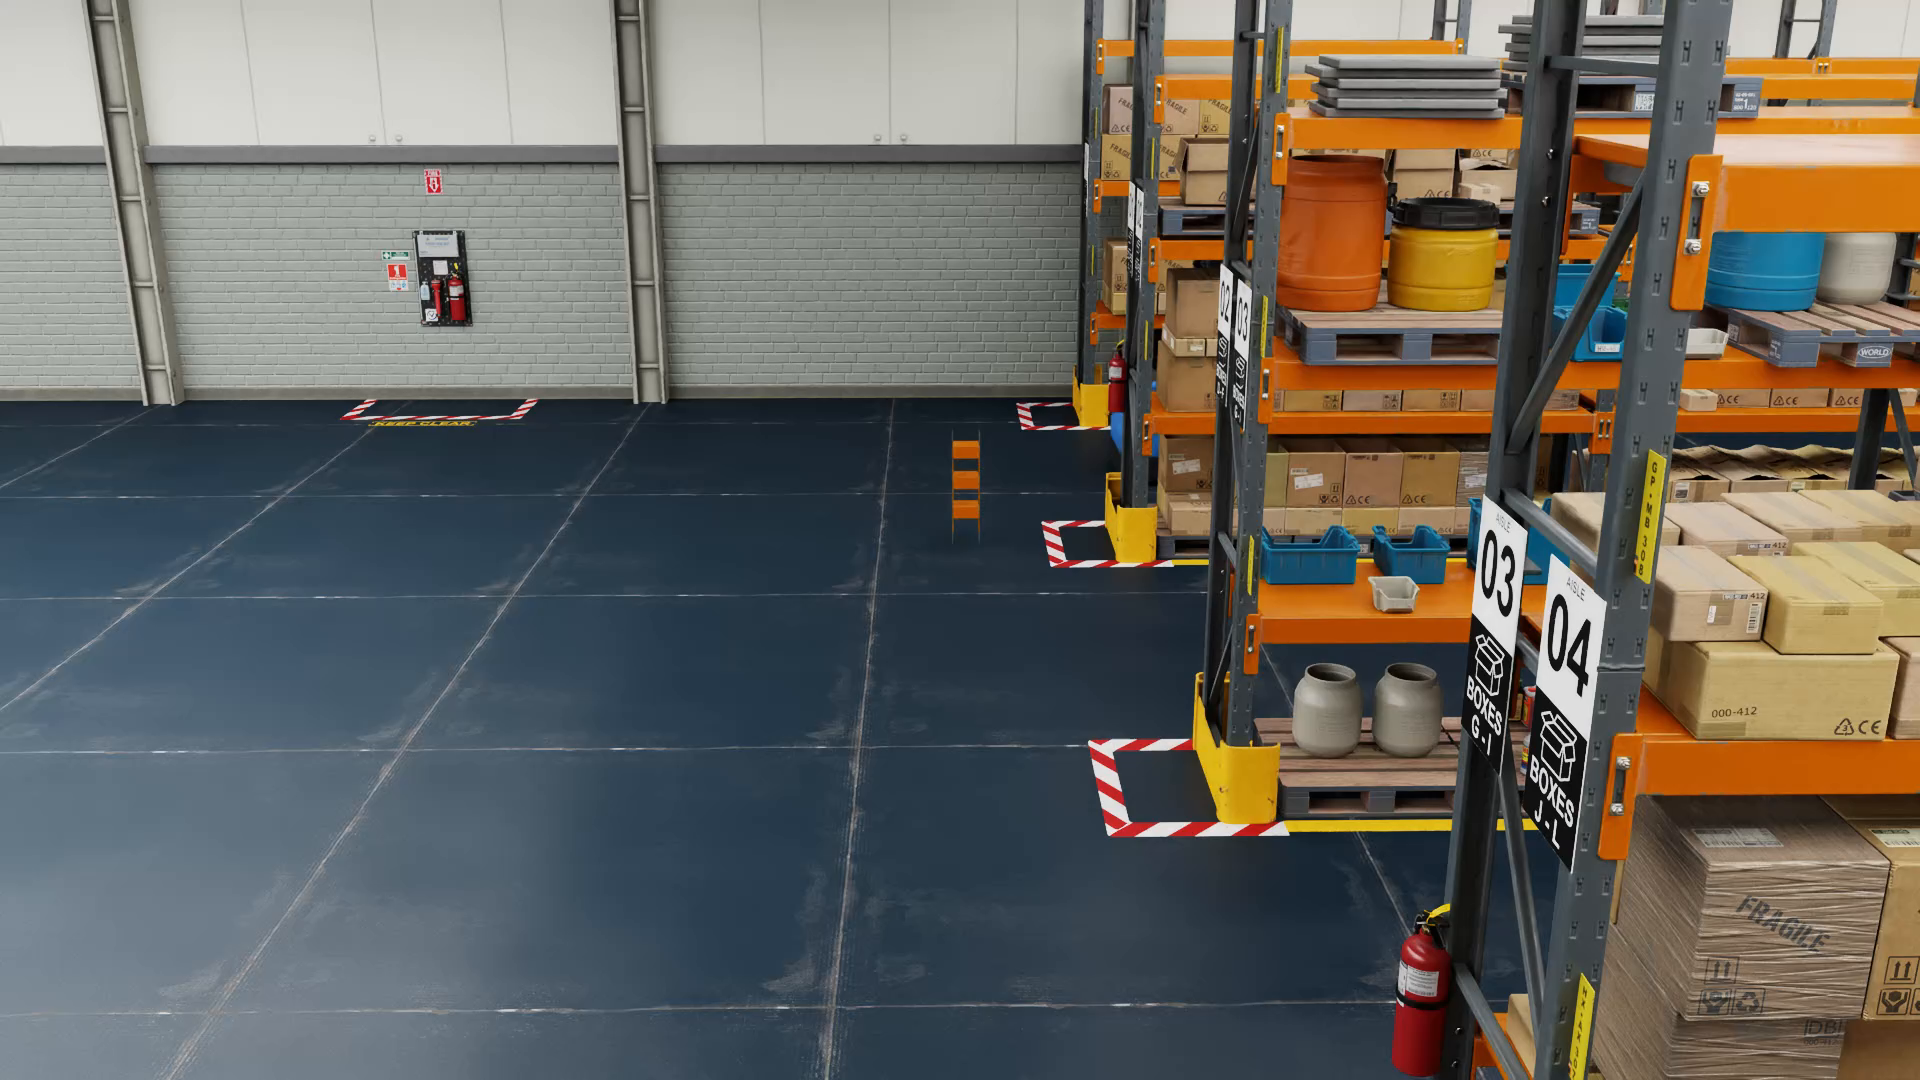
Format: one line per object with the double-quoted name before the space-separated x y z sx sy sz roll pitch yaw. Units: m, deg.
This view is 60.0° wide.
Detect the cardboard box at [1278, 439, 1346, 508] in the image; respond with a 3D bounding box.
"cardboard box" 3.109 -0.597 14.786 0.500 0.500 0.500 0 18 -1

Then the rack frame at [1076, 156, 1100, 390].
"rack frame" 1.488 -2.918 19.435 0.127 3.000 1.000 0 18 -1

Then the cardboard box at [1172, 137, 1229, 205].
"cardboard box" 2.145 -3.151 14.164 0.637 0.503 0.797 1 18 3

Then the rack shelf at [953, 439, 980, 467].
"rack shelf" 0.053 -0.760 15.007 0.240 0.259 0.215 0 18 -1

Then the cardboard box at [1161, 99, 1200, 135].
"cardboard box" 2.379 -4.794 18.540 0.500 0.500 0.500 0 18 -1

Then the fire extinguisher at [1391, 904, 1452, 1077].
"fire extinguisher" 1.601 1.517 5.736 0.183 0.674 0.296 0 18 -1

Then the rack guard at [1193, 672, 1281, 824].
"rack guard" 1.720 1.283 10.431 0.348 0.500 1.175 0 18 -1

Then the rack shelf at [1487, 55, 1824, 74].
"rack shelf" 7.487 -5.270 18.780 4.000 0.370 1.077 0 18 -1

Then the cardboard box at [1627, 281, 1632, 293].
"cardboard box" 7.772 -3.195 19.417 0.500 0.500 0.700 0 18 -1

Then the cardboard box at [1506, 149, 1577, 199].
"cardboard box" 5.062 -3.245 14.464 0.500 0.500 0.500 1 18 4

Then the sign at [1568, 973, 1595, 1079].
"sign" 1.731 1.374 4.638 0.005 0.325 0.100 0 18 -1

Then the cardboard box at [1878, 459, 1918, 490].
"cardboard box" 8.530 -0.519 14.853 0.500 0.311 0.500 -1 18 -2

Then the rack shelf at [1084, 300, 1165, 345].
"rack shelf" 3.488 -2.585 19.575 4.000 0.370 1.077 0 18 -1

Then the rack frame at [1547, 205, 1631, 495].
"rack frame" 5.569 -1.424 14.779 0.127 3.000 1.000 0 18 -1

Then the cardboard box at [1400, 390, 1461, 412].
"cardboard box" 4.097 -1.462 14.733 0.500 0.500 0.700 0 18 0

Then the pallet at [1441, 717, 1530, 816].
"pallet" 3.749 1.414 10.497 1.213 0.211 1.003 0 18 -1

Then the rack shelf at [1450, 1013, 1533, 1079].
"rack shelf" 3.722 1.954 5.427 4.000 0.370 1.077 0 18 -1

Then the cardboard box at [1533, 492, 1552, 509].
"cardboard box" 5.109 -0.246 14.920 0.500 0.250 0.500 0 18 -1

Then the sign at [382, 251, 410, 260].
"sign" -6.846 -3.452 20.173 0.331 0.109 0.001 0 18 -1

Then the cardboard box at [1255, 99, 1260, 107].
"cardboard box" 3.457 -4.963 19.067 0.500 0.500 0.500 0 18 -1

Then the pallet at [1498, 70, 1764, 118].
"pallet" 3.597 -2.468 9.177 1.213 0.211 1.003 0 18 -1

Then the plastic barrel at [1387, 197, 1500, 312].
"plastic barrel" 2.782 -1.654 9.590 0.600 0.588 0.600 0 18 0

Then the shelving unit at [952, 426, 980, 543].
"shelving unit" 0.053 -0.500 15.090 0.252 1.050 0.215 0 18 -1

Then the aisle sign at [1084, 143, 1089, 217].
"aisle sign" 1.421 -4.064 18.751 0.004 0.787 0.394 0 18 -1

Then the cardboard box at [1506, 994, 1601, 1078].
"cardboard box" 2.004 1.676 5.526 0.250 0.149 0.380 0 18 -1

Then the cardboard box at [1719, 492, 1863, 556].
"cardboard box" 2.529 -0.023 5.093 0.250 0.149 0.380 -1 18 -3

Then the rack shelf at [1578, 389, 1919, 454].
"rack shelf" 7.569 -1.091 14.919 4.000 0.370 1.077 0 18 -1

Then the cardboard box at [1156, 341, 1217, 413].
"cardboard box" 2.037 -1.451 14.699 0.500 0.500 0.700 0 18 -1

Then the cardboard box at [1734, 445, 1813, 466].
"cardboard box" 7.492 -0.679 15.351 0.500 0.311 0.500 0 18 -2

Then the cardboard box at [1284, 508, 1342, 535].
"cardboard box" 3.109 -0.236 14.889 0.500 0.250 0.500 0 18 -1

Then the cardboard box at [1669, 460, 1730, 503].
"cardboard box" 6.487 -0.509 14.821 0.500 0.311 0.500 0 18 -2

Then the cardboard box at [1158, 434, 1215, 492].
"cardboard box" 2.101 -0.746 15.252 0.500 0.500 0.500 0 18 -1

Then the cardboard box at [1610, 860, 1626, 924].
"cardboard box" 2.269 0.877 5.317 0.500 0.500 0.500 0 18 -1

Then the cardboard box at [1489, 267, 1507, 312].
"cardboard box" 4.621 -2.083 14.544 0.500 0.500 0.700 0 18 -1

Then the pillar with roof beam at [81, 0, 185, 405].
"pillar with roof beam" -9.756 -4.669 15.074 0.400 9.000 9.100 0 18 -1

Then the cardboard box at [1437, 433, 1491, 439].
"cardboard box" 4.601 -0.761 15.297 0.500 0.500 0.500 0 18 -1

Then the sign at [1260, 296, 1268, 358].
"sign" 1.649 -1.157 9.019 0.005 0.325 0.100 0 18 -1

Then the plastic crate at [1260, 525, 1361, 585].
"plastic crate" 2.140 0.085 10.318 0.616 0.251 0.499 0 18 -1

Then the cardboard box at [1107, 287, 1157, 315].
"cardboard box" 1.981 -2.761 19.160 0.500 0.250 0.500 -1 18 -2

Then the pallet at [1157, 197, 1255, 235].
"pallet" 2.277 -2.787 14.260 1.213 0.211 1.003 0 18 -1

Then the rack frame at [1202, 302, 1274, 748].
"rack frame" 1.644 0.108 10.003 0.127 3.000 1.000 0 18 -1

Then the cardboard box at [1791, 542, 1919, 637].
"cardboard box" 2.513 0.133 4.608 0.250 0.149 0.380 -1 18 -2

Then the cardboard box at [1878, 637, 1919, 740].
"cardboard box" 2.724 0.336 4.627 0.500 0.250 0.500 -1 18 -2

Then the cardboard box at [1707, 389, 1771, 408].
"cardboard box" 6.864 -1.473 14.768 0.500 0.500 0.500 1 18 3

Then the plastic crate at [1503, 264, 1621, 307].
"plastic crate" 3.546 -1.414 9.862 0.575 0.384 0.392 0 18 -1

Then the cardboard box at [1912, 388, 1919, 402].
"cardboard box" 8.672 -1.456 15.024 0.500 0.311 0.500 0 18 -2

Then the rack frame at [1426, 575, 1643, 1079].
"rack frame" 1.723 1.621 5.287 0.127 3.000 1.000 0 18 -1

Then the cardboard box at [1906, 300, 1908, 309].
"cardboard box" 10.848 -2.794 19.427 0.250 0.149 0.380 0 18 0

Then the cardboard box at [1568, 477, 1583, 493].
"cardboard box" 5.979 -0.405 15.417 0.500 0.250 0.500 0 18 -1

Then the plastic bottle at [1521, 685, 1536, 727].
"plastic bottle" 3.726 1.060 10.774 0.135 0.276 0.152 0 18 0

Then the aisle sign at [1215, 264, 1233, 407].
"aisle sign" 1.568 -1.220 9.888 0.004 0.787 0.394 0 18 -1

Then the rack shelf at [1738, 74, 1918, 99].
"rack shelf" 7.569 -3.757 14.064 4.000 0.370 1.077 0 18 -1

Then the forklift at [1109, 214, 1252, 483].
"forklift" 3.124 -2.111 17.033 3.031 2.935 1.130 -1 18 -2
